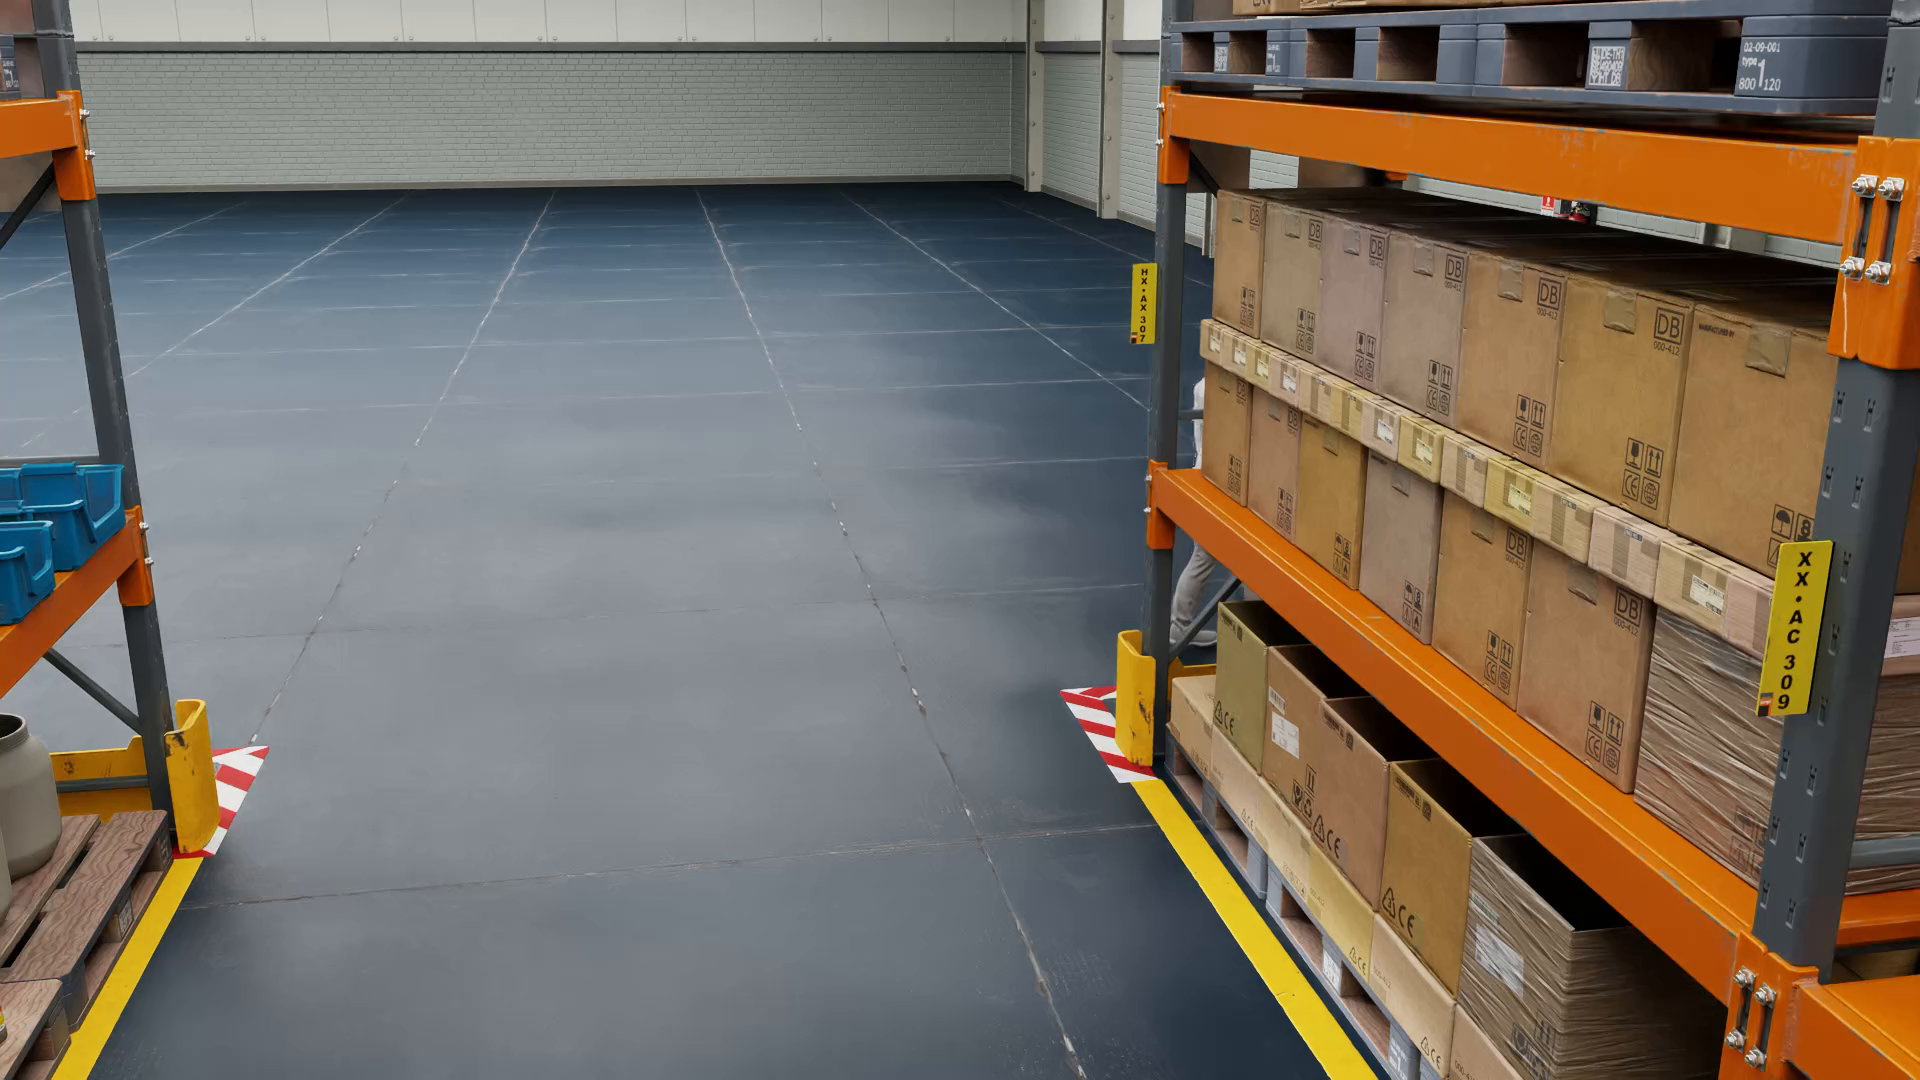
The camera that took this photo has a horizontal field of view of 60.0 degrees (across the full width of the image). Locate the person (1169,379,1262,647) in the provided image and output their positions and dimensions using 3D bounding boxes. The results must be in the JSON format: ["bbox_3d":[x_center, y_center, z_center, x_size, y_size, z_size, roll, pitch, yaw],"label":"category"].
[{"bbox_3d":[1.419,-0.247,8.314,0.702,1.650,0.523,-4,17,-15],"label":"person"}]
